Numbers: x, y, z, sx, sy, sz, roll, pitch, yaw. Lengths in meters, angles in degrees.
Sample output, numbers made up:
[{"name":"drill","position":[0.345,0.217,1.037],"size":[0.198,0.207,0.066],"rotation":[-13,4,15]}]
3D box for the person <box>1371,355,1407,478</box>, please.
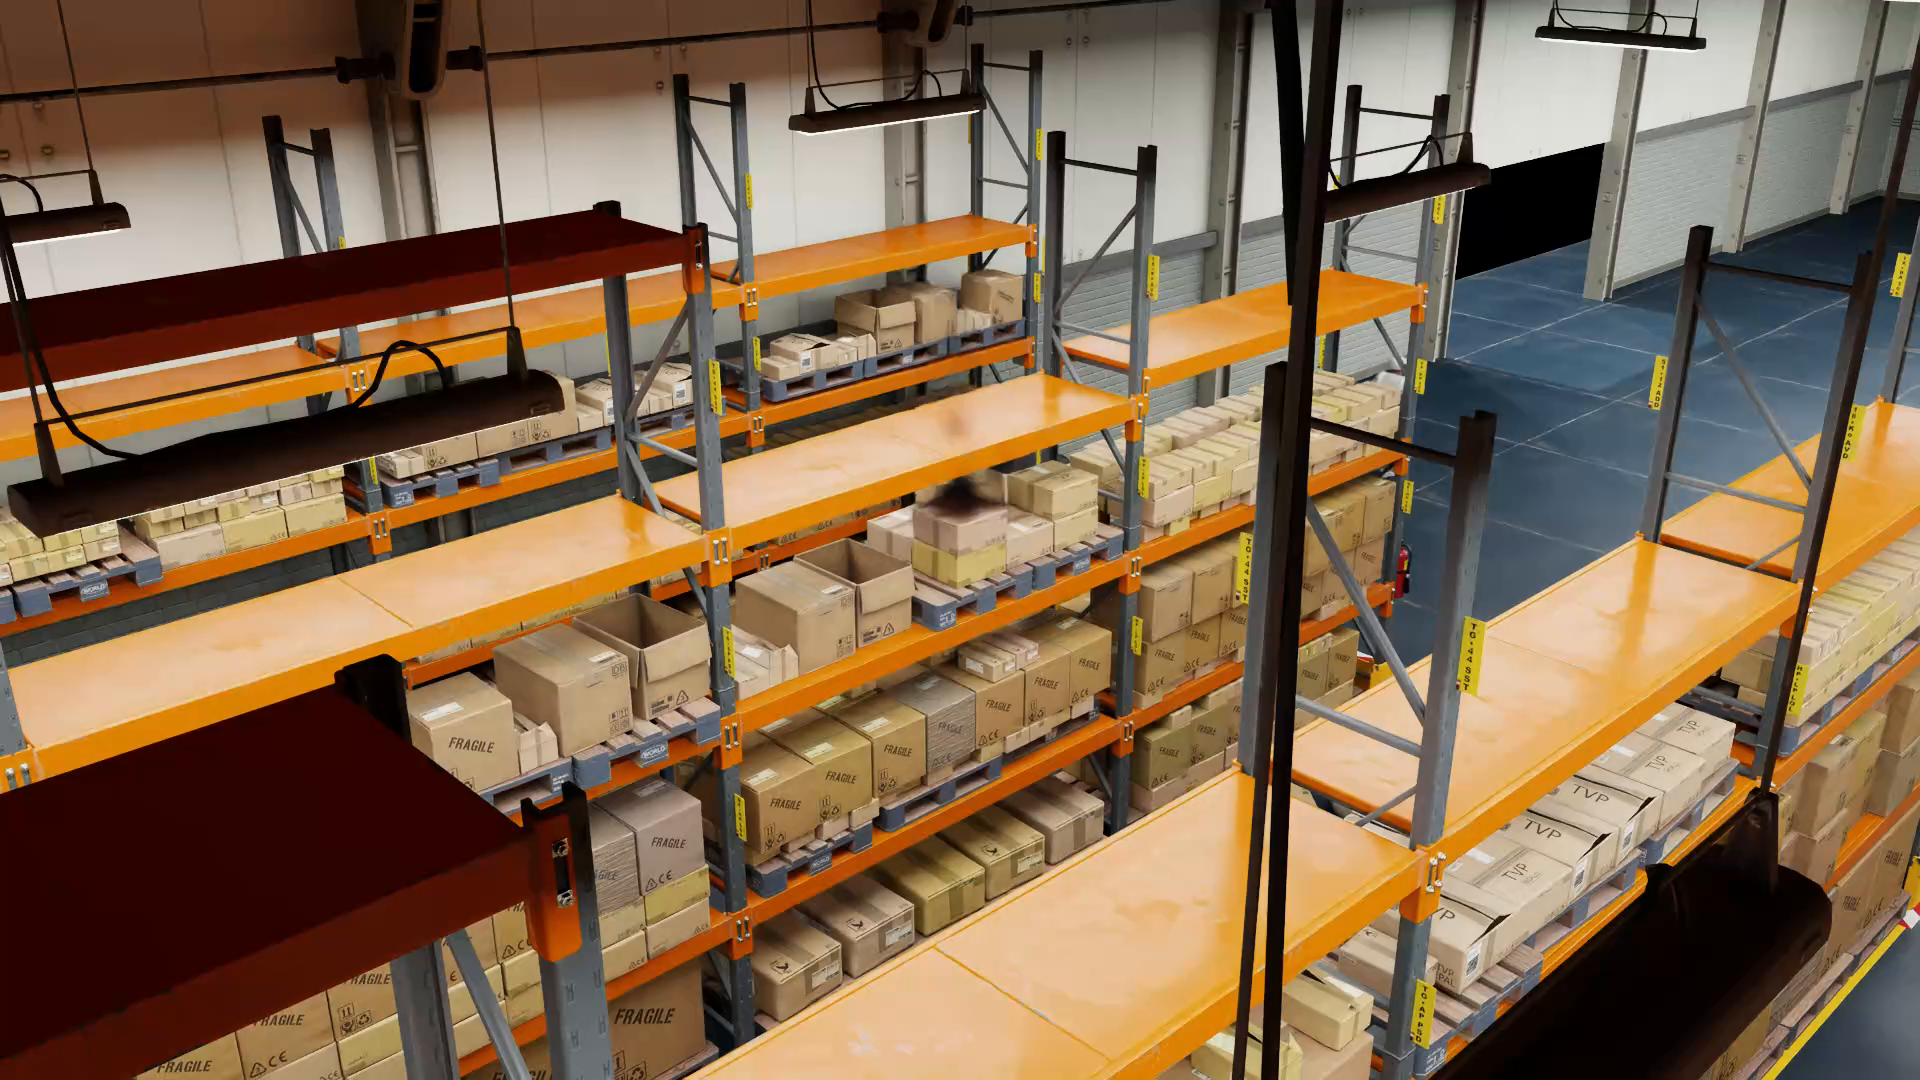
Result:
[{"name":"person","position":[5.887,-1.692,22.685],"size":[0.683,1.742,0.547],"rotation":[18,29,37]}]
